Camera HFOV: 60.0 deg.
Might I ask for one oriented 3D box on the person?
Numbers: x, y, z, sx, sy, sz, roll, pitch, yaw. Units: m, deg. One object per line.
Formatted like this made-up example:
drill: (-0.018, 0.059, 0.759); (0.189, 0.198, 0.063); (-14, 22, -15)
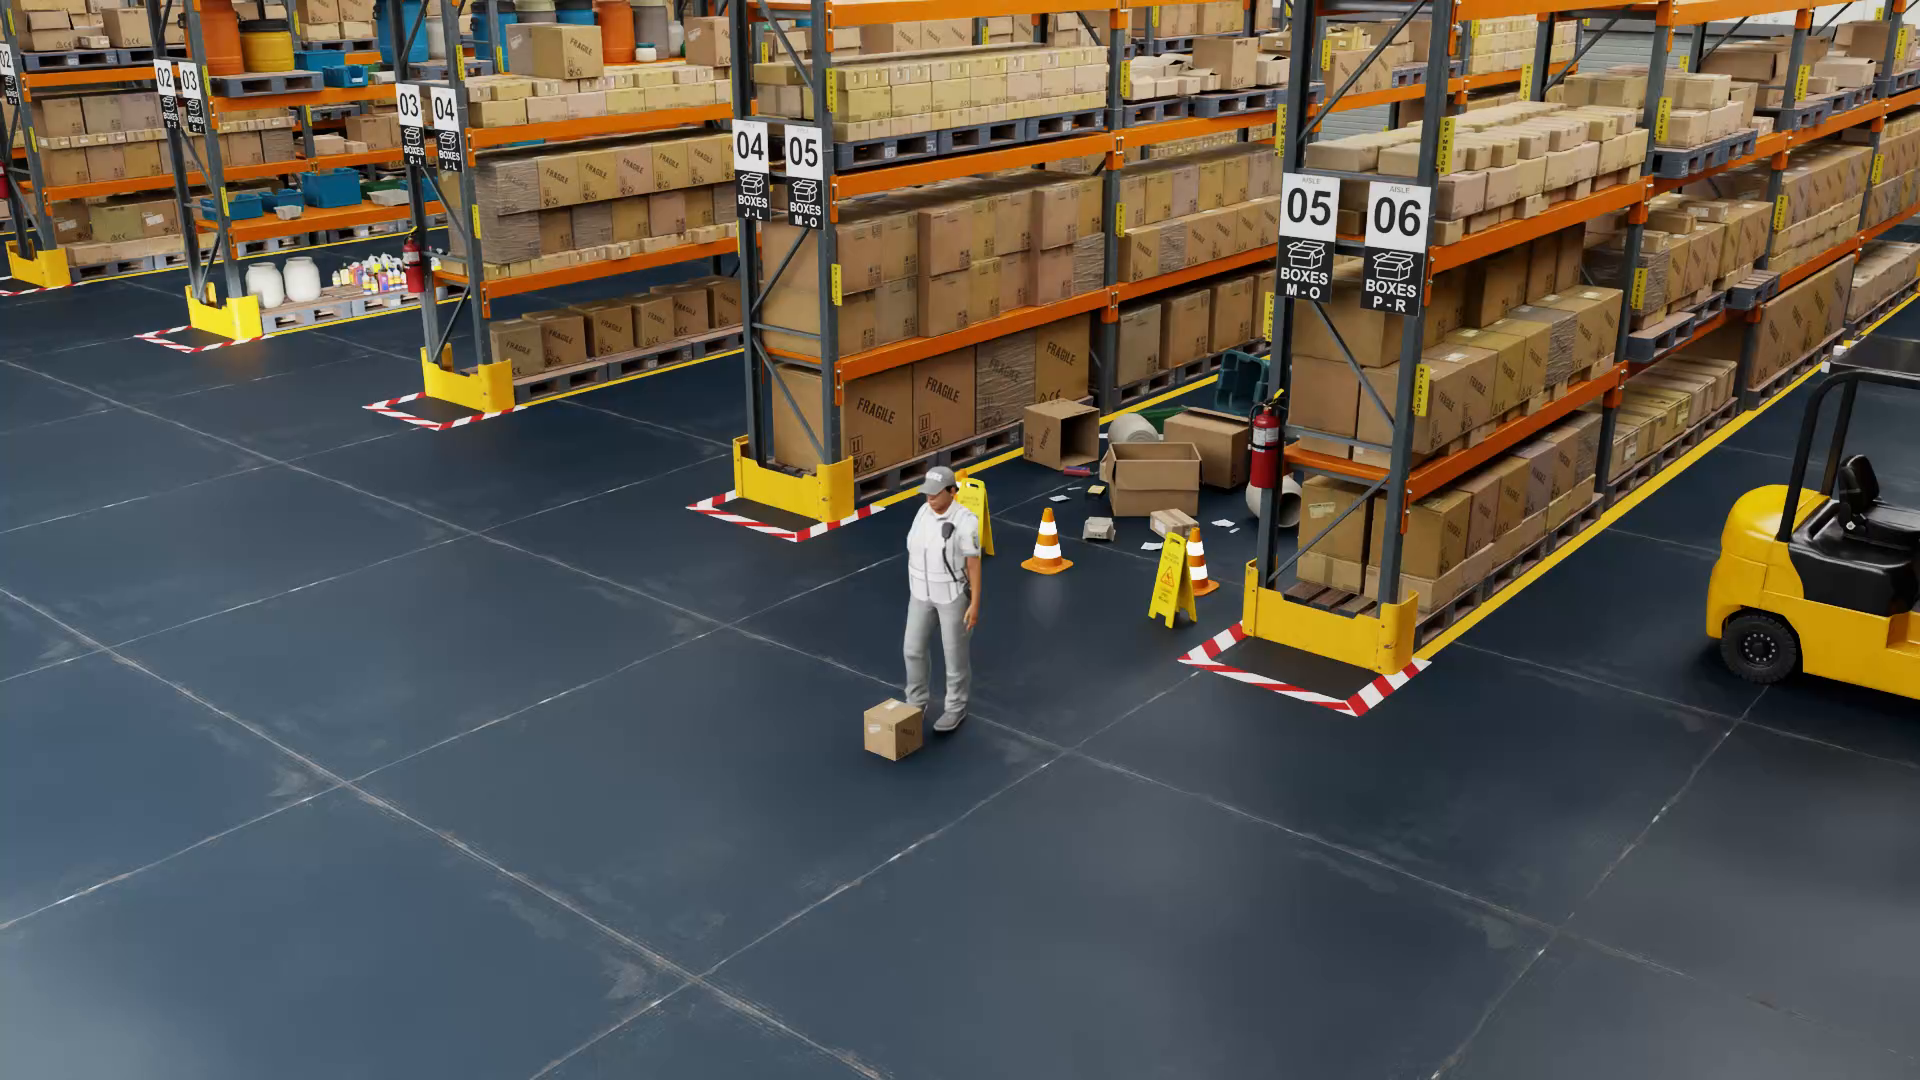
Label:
person: (-0.098, 0.391, 10.097); (0.513, 1.733, 0.449); (12, 24, 30)
